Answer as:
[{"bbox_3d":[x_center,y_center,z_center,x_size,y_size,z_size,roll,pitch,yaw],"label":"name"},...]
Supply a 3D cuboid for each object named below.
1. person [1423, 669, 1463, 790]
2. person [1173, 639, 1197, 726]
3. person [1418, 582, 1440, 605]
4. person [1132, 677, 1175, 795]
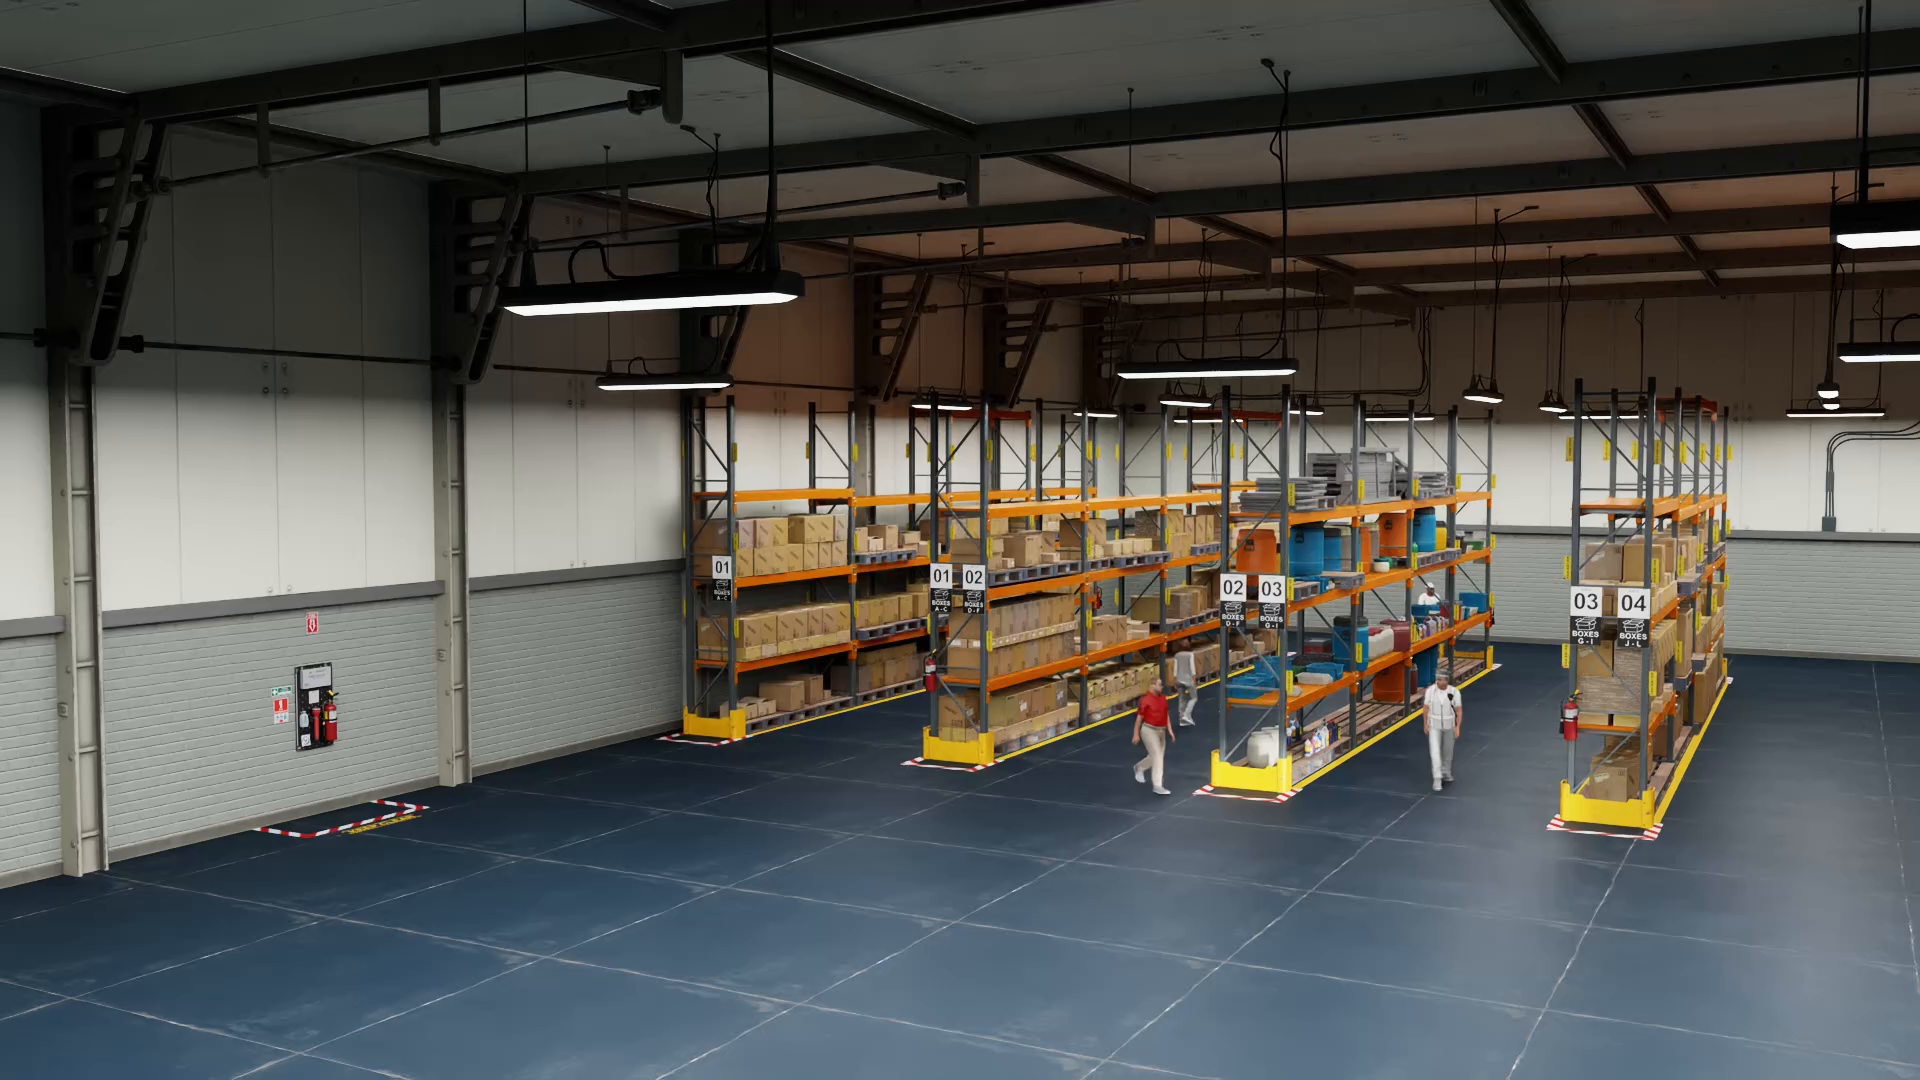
[{"bbox_3d":[7.252,2.809,24.979,0.561,1.745,0.866,1,3,15],"label":"person"},{"bbox_3d":[4.110,2.607,30.389,0.468,1.597,0.417,2,4,34],"label":"person"},{"bbox_3d":[11.833,1.927,41.906,0.606,1.748,0.913,-1,3,-15],"label":"person"},{"bbox_3d":[2.861,2.862,24.697,0.542,1.667,0.973,-3,4,-44],"label":"person"}]
